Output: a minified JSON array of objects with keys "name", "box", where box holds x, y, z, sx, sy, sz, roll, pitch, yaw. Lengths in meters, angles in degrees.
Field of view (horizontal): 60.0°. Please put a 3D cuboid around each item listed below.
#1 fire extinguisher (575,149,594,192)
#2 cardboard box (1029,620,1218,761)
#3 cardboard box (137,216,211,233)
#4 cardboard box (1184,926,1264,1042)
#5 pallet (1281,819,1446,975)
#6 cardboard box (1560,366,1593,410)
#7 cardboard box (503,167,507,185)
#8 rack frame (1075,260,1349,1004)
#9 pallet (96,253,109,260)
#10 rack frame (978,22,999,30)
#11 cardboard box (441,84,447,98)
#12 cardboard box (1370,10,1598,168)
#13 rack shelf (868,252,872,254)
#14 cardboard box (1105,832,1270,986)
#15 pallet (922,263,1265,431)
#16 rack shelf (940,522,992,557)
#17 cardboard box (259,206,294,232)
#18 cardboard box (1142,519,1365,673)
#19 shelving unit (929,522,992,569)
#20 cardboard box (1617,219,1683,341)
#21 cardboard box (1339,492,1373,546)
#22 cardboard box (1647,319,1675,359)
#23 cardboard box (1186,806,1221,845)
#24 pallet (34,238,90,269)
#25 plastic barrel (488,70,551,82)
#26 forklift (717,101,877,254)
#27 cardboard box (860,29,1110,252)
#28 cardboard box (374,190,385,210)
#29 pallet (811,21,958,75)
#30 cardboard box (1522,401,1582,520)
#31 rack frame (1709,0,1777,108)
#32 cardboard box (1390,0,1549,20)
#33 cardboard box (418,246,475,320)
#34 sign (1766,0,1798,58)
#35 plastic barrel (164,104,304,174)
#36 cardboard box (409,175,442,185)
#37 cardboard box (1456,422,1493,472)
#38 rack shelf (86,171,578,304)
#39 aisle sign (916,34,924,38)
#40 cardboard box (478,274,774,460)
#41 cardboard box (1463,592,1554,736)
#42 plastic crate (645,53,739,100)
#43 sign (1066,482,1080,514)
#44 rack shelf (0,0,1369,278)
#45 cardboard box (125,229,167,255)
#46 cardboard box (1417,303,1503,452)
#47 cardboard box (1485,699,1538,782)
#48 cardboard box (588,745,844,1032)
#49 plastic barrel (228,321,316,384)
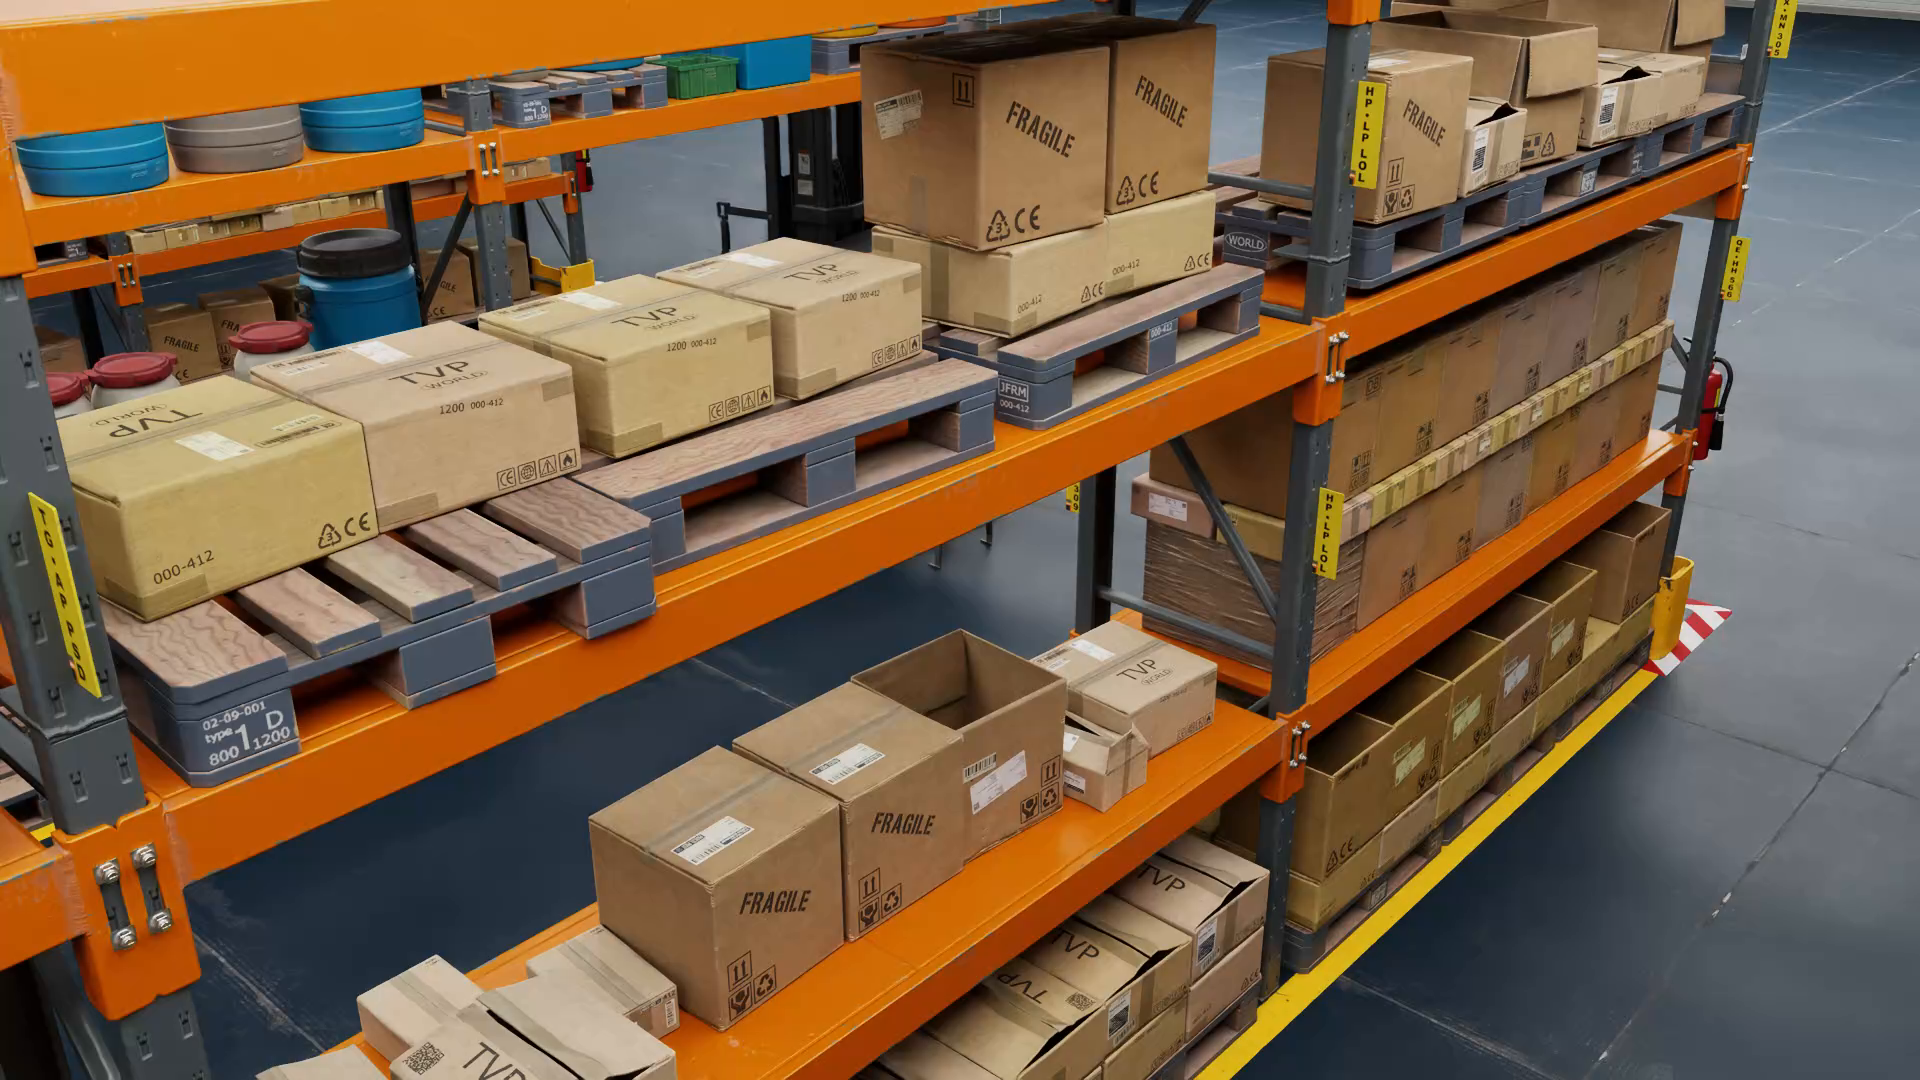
[{"name":"fire extinguisher","box":[-3.413,-3.473,14.925,0.296,0.674,0.183,20,31,38]},{"name":"cardboard box","box":[0.577,0.556,6.028,0.500,0.250,0.500,-22,32,-40]},{"name":"cardboard box","box":[-6.156,-2.682,12.581,0.875,0.500,0.500,20,31,38]},{"name":"cardboard box","box":[0.812,1.594,6.377,0.500,0.250,0.500,20,31,37]},{"name":"pallet","box":[1.435,1.367,7.444,1.003,0.211,1.213,20,31,38]},{"name":"cardboard box","box":[2.740,-0.752,7.847,0.380,0.149,0.250,21,32,39]},{"name":"cardboard box","box":[-4.165,-3.176,14.473,0.380,0.149,0.250,20,31,38]},{"name":"rack frame","box":[0.873,0.325,6.358,1.000,3.000,0.127,20,31,38]},{"name":"pallet","box":[-8.748,-3.077,17.356,1.003,0.211,1.213,20,31,38]},{"name":"rack frame","box":[-0.144,-2.247,12.096,1.000,3.000,0.127,20,31,38]},{"name":"cardboard box","box":[-4.345,-3.848,13.959,0.500,0.500,0.500,20,31,38]},{"name":"cardboard box","box":[2.066,-1.813,6.651,0.637,0.503,0.797,-20,31,-37]},{"name":"rack shelf","box":[-1.479,-1.310,10.884,1.077,0.370,4.000,20,31,38]},{"name":"cardboard box","box":[0.816,1.334,6.270,0.500,0.311,0.500,20,31,38]},{"name":"pallet","box":[0.294,-0.684,5.177,0.805,0.209,1.217,19,30,36]},{"name":"rack shelf","box":[-0.110,-0.256,10.500,0.431,0.518,0.480,20,31,38]},{"name":"cardboard box","box":[-5.455,-2.550,13.077,0.380,0.149,0.250,20,31,38]},{"name":"cardboard box","box":[1.164,0.143,6.643,0.700,0.500,0.500,19,30,36]},{"name":"shelving unit","box":[-0.110,-0.908,10.208,0.431,2.100,0.503,20,31,38]},{"name":"cardboard box","box":[3.186,-1.376,8.445,0.700,0.500,0.500,20,31,38]},{"name":"cardboard box","box":[1.364,-0.122,6.441,0.380,0.149,0.250,21,31,38]},{"name":"cardboard box","box":[3.429,-1.067,8.548,0.380,0.149,0.250,20,31,37]},{"name":"cardboard box","box":[1.019,1.187,7.283,0.500,0.250,0.500,20,31,38]},{"name":"pallet","box":[-7.120,-2.100,12.002,1.003,0.211,1.213,20,31,38]},{"name":"plastic barrel","box":[-2.380,-2.717,8.828,0.421,0.512,0.421,0,24,0]},{"name":"forklift","box":[-1.456,-2.976,13.804,3.031,2.935,1.130,13,27,27]},{"name":"cardboard box","box":[0.069,-1.152,4.740,0.500,0.500,0.500,-21,31,-38]},{"name":"cardboard box","box":[-4.792,-2.856,13.761,0.380,0.149,0.250,20,31,38]},{"name":"pallet","box":[-0.769,-3.304,11.018,1.003,0.211,1.213,20,31,38]},{"name":"cardboard box","box":[2.539,-0.489,8.053,0.700,0.500,0.500,20,31,38]},{"name":"rack frame","box":[3.542,-3.631,7.849,1.000,3.000,0.127,20,31,38]},{"name":"cardboard box","box":[2.230,-2.132,7.366,0.500,0.500,0.500,20,31,38]},{"name":"cardboard box","box":[-4.635,-2.273,14.696,0.500,0.500,0.500,-15,28,-30]},{"name":"sign","box":[3.937,-2.478,7.958,0.100,0.325,0.005,20,31,38]},{"name":"plastic barrel","box":[-3.428,-2.212,7.739,0.600,0.901,0.600,0,24,0]},{"name":"cardboard box","box":[-4.830,-3.295,13.947,0.875,0.500,0.500,20,31,38]},{"name":"cardboard box","box":[2.053,-0.439,7.148,0.380,0.149,0.250,19,30,36]},{"name":"rack shelf","box":[-5.167,-2.662,13.900,1.077,0.370,4.000,20,31,38]},{"name":"aisle sign","box":[-0.314,-3.535,11.791,0.394,0.787,0.004,20,31,38]},{"name":"cardboard box","box":[-0.809,-0.437,4.063,0.500,0.250,0.500,19,31,37]},{"name":"cardboard box","box":[2.415,0.533,7.827,0.500,0.500,0.500,20,31,38]},{"name":"plastic crate","box":[-1.558,-2.707,9.714,0.336,0.188,0.450,20,31,38]},{"name":"sign","box":[0.458,-0.257,6.502,0.100,0.325,0.005,20,31,38]},{"name":"rack shelf","box":[-0.462,-1.292,4.001,1.077,0.370,4.000,20,31,38]},{"name":"cardboard box","box":[-6.135,-2.250,12.408,0.380,0.149,0.250,20,31,38]},{"name":"cardboard box","box":[1.835,-0.756,7.062,0.700,0.500,0.500,20,31,37]},{"name":"cardboard box","box":[2.412,0.874,7.982,0.500,0.250,0.500,20,31,38]},{"name":"cardboard box","box":[-0.689,0.983,4.770,0.500,0.500,0.500,18,30,35]},{"name":"plastic barrel","box":[-3.615,-0.859,8.833,0.433,0.535,0.433,0,24,0]}]
